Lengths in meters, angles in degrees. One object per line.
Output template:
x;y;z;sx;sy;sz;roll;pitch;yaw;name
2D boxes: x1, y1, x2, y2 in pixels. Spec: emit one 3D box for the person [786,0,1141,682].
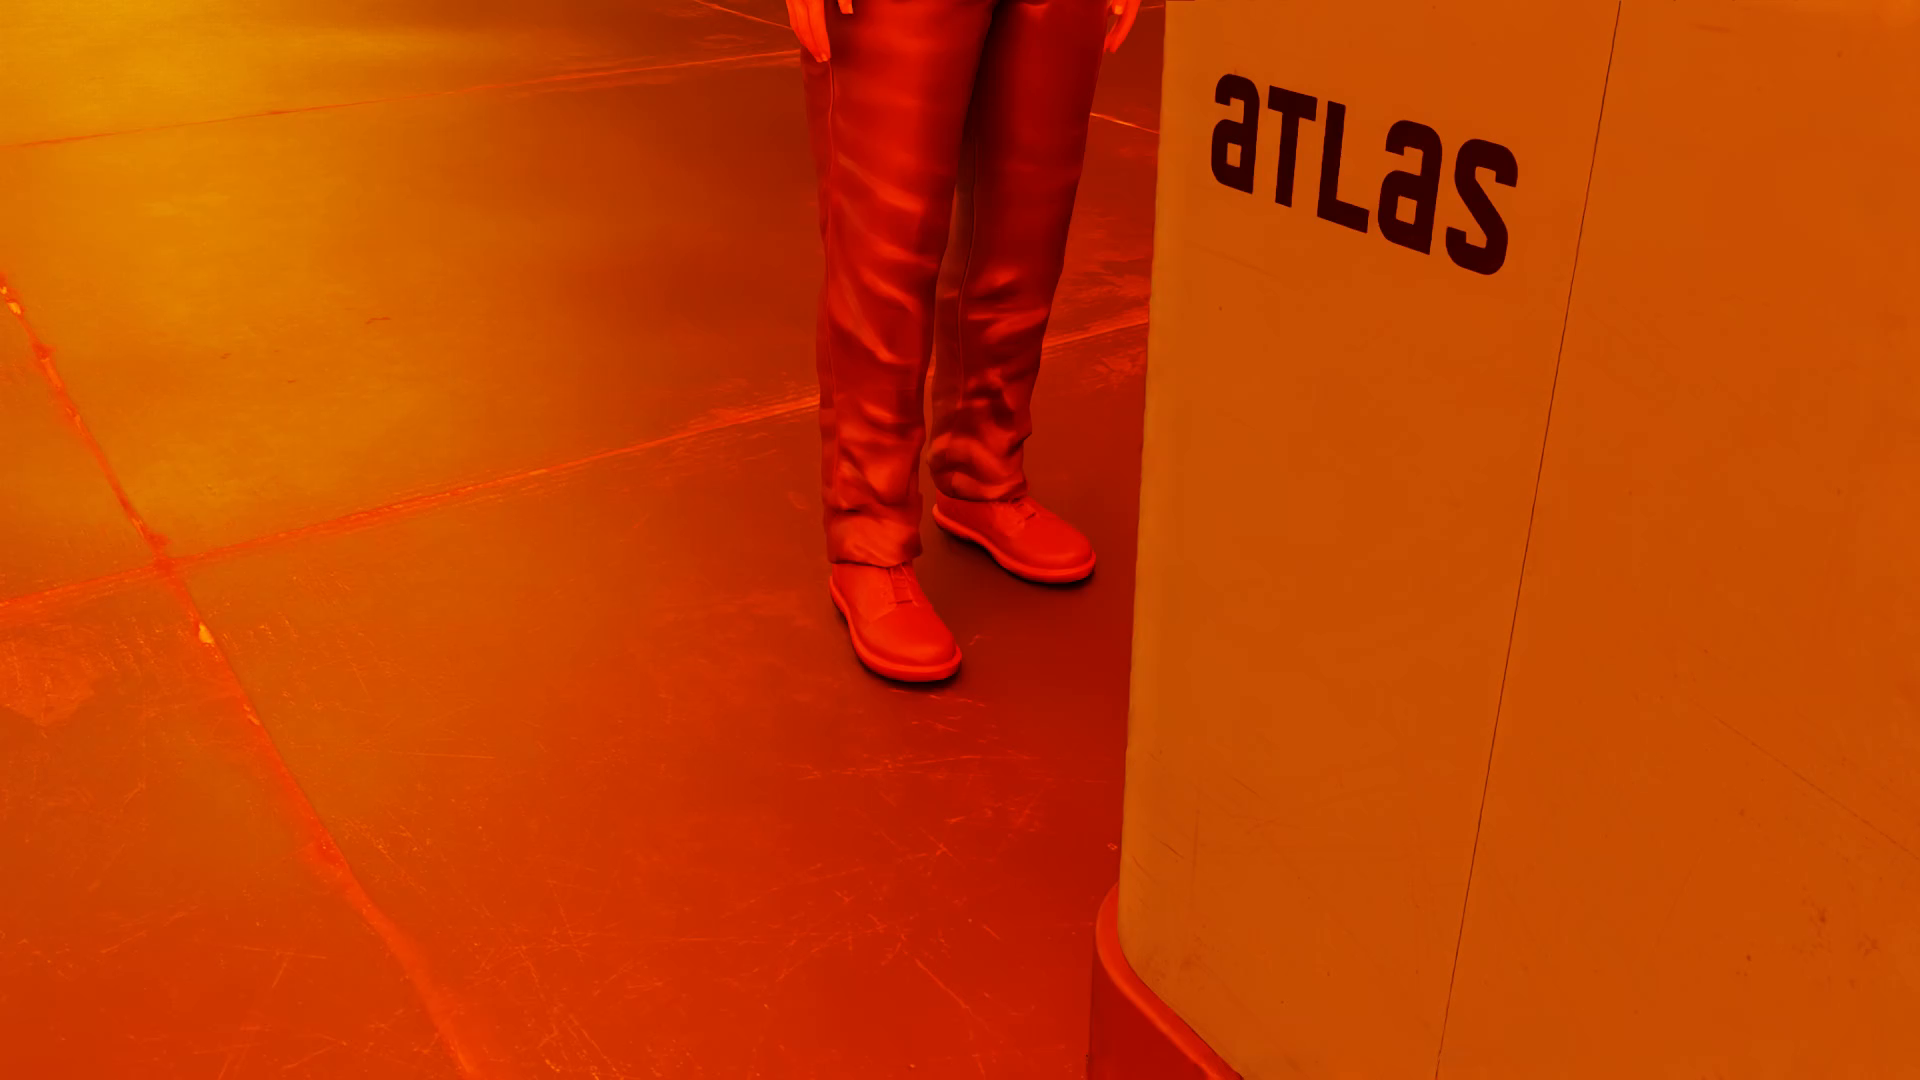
0.032;-0.699;2.053;0.598;1.638;0.503;-17;31;-31;person
